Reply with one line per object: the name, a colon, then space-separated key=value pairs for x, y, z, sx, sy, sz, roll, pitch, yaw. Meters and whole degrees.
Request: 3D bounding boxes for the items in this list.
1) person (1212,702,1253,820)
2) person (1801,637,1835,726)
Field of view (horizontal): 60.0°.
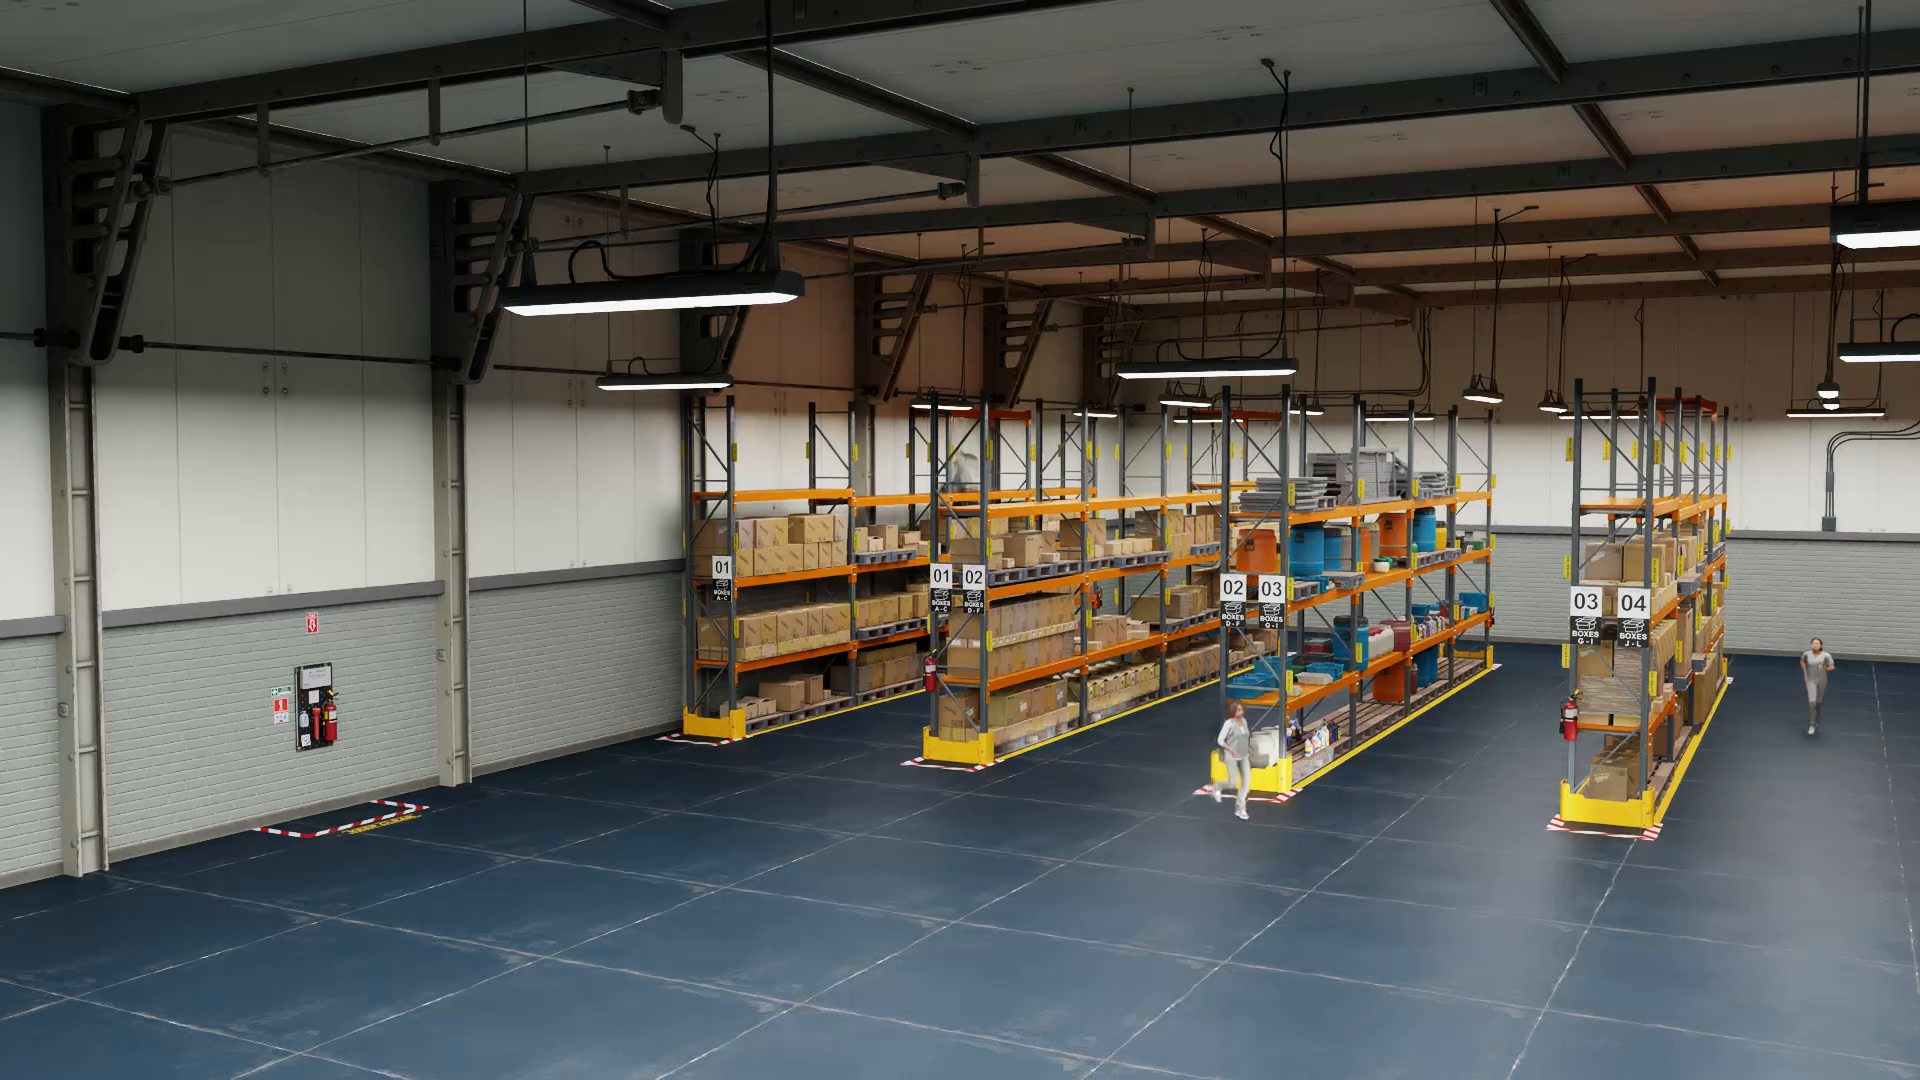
person: x=3.791 y=3.019 z=22.963 sx=0.553 sy=1.583 sz=0.754 roll=-2 pitch=3 yaw=-28
person: x=15.395 y=2.526 z=29.855 sx=0.543 sy=1.572 sz=0.749 roll=1 pitch=3 yaw=24
